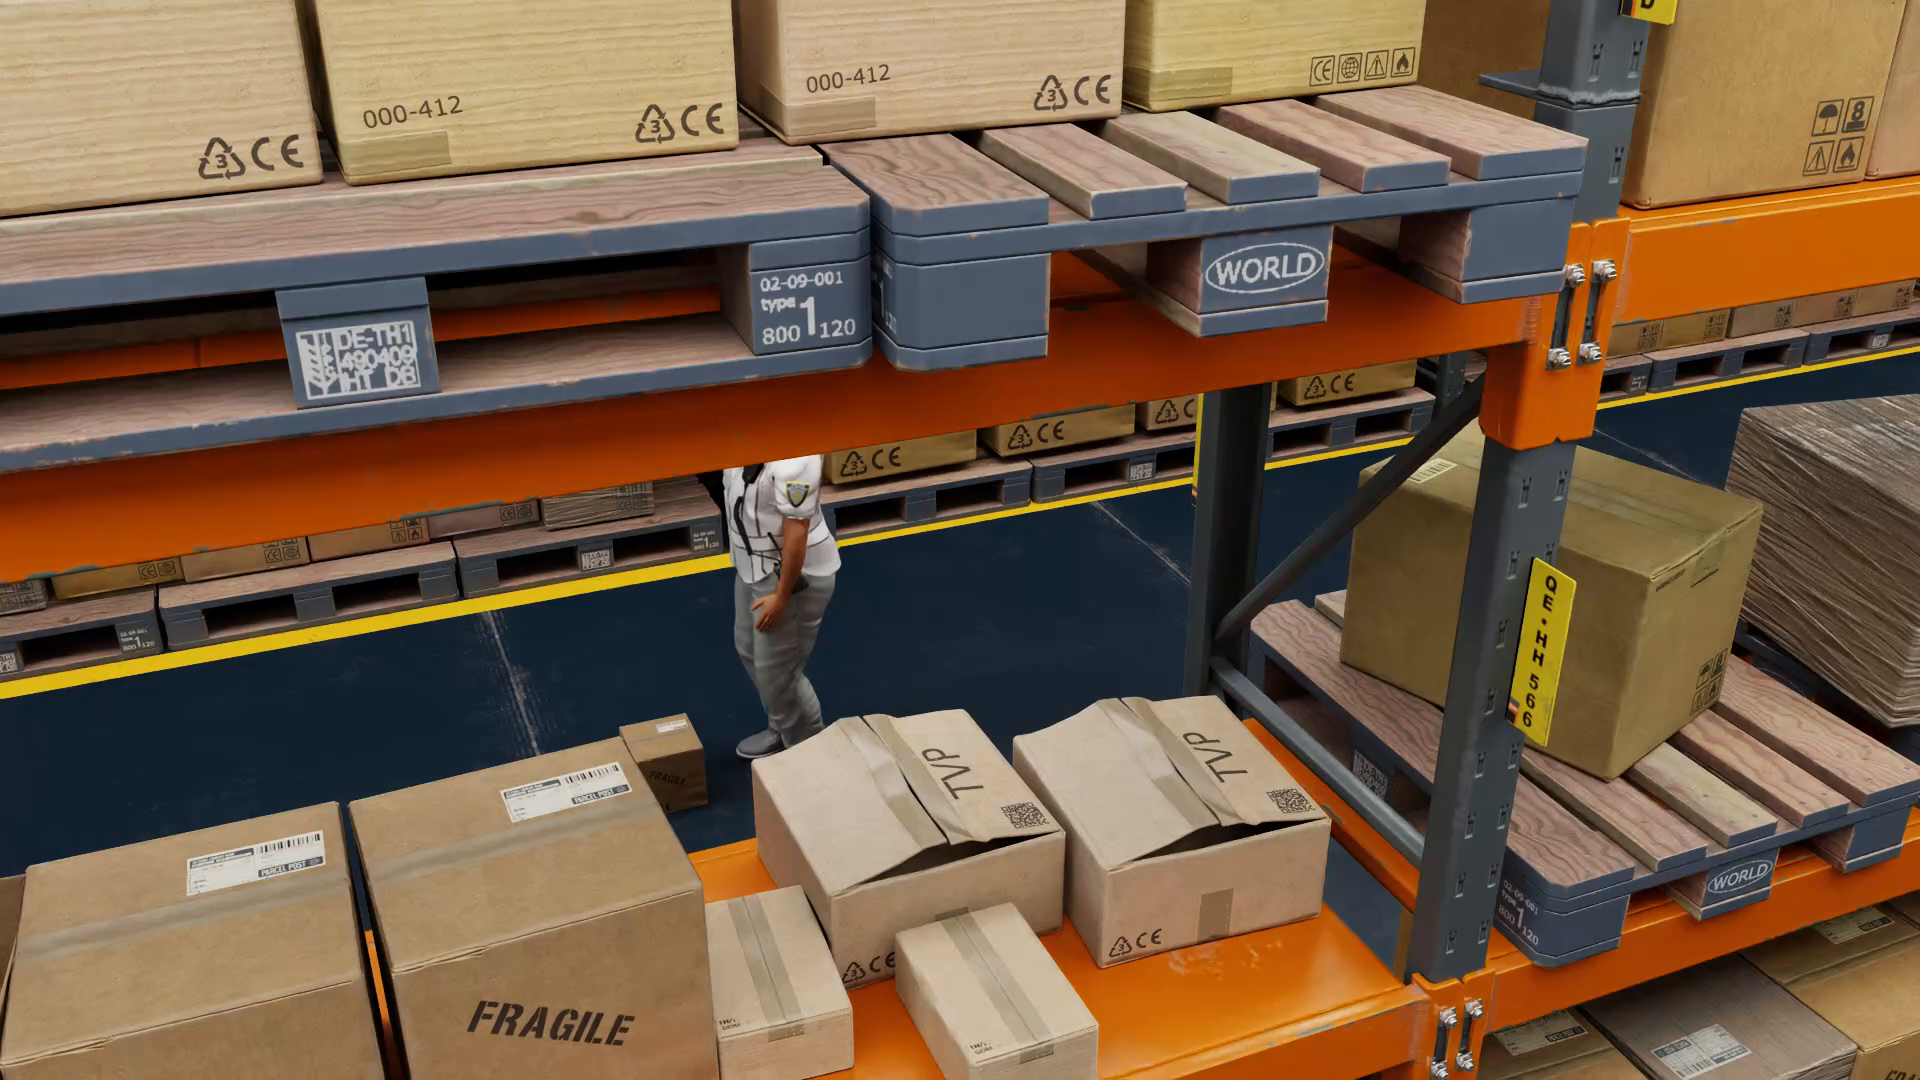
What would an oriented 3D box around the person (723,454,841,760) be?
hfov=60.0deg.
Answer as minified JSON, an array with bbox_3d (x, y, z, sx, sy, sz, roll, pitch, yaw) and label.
[{"bbox_3d":[-0.640,0.128,5.882,0.419,1.645,0.480,-10,28,-19],"label":"person"}]
